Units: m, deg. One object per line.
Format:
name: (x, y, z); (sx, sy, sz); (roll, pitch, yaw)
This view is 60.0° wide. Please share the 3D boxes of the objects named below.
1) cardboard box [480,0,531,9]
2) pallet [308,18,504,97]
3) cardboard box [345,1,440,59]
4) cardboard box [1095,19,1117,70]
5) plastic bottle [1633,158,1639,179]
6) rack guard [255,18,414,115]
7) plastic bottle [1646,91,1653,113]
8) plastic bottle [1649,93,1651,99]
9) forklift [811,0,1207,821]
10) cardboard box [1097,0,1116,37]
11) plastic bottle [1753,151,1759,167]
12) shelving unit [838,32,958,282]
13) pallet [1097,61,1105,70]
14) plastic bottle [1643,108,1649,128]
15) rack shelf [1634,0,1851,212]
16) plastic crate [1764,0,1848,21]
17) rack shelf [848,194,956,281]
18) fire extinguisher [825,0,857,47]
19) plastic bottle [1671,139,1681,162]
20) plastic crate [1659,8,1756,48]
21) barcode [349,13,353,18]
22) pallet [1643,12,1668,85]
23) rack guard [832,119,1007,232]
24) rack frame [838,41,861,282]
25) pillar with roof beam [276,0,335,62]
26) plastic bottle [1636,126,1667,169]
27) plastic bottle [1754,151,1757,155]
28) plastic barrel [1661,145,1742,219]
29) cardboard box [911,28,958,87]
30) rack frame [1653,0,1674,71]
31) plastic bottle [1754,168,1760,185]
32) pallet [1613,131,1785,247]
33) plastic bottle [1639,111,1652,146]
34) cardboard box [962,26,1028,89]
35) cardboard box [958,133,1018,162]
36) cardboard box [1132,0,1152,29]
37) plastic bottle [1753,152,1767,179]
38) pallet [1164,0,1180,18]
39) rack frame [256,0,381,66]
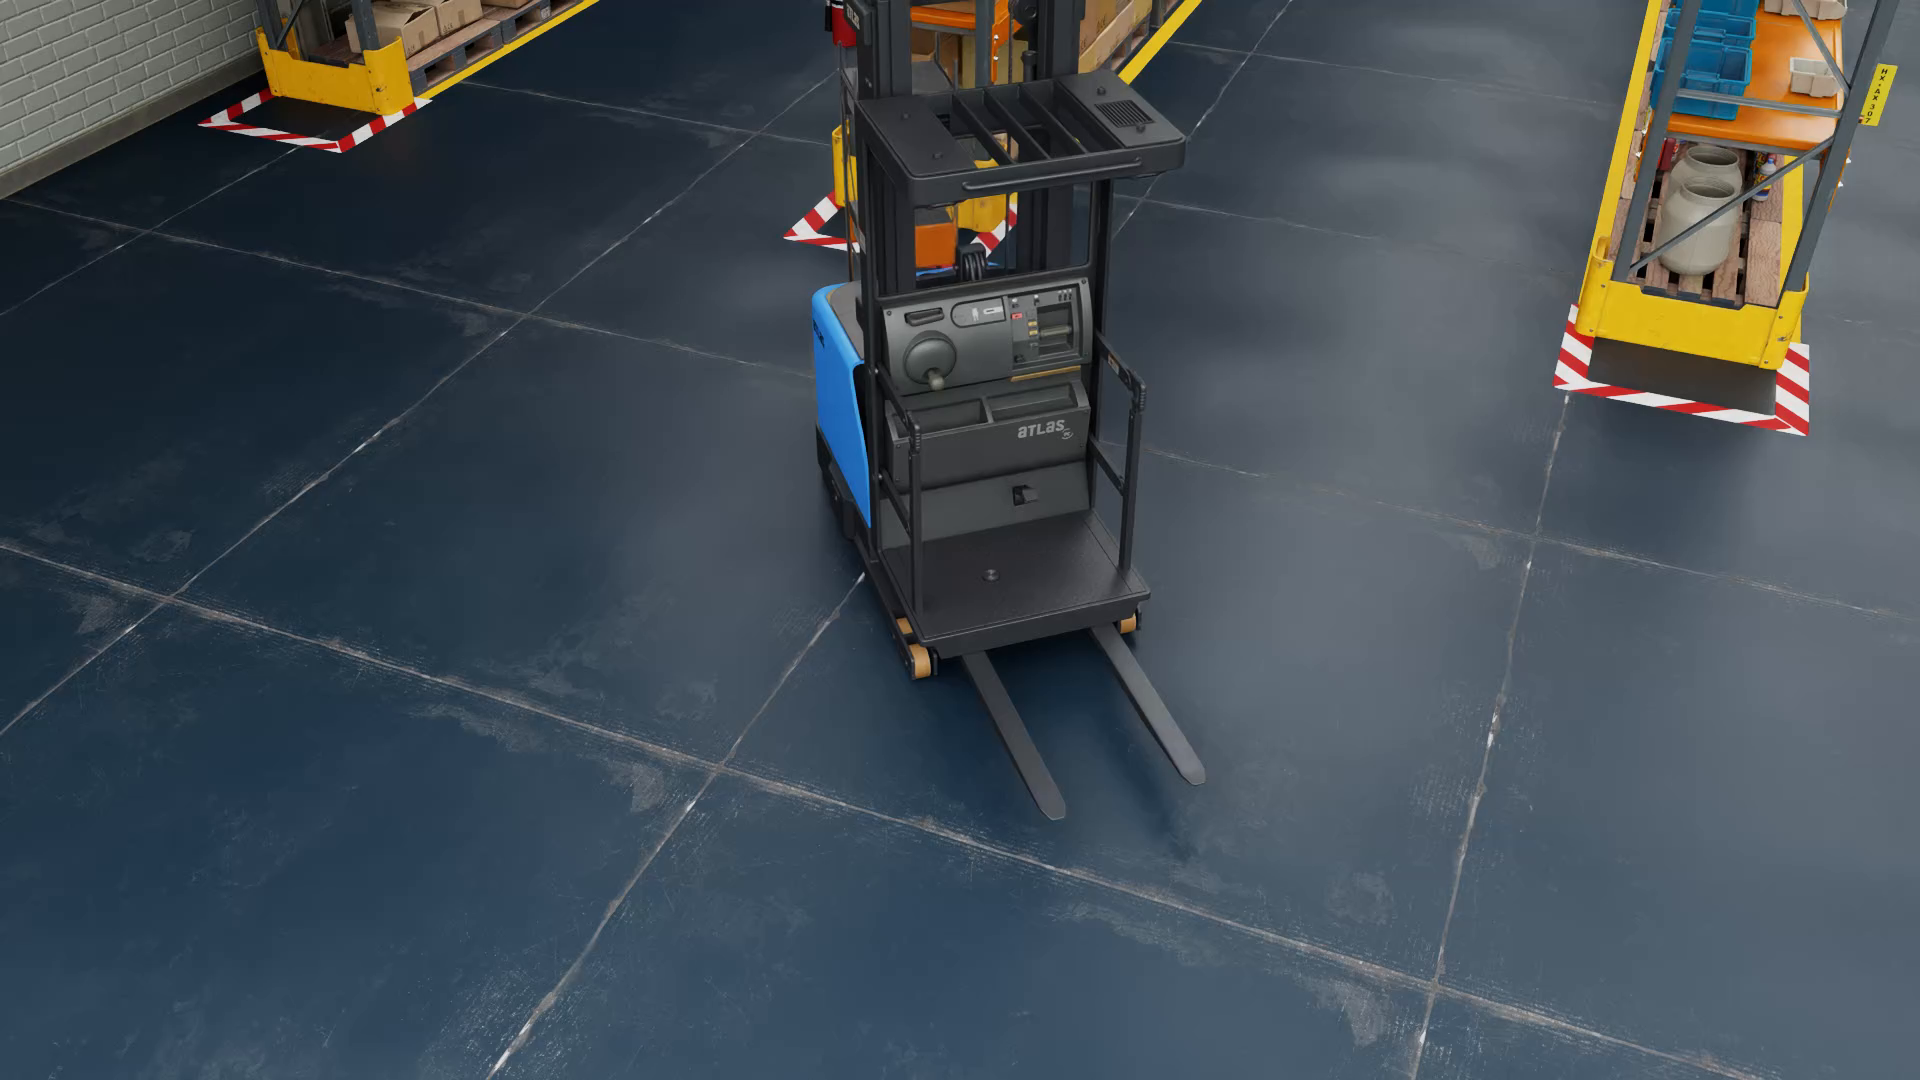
cardboard box: (-3.958, -4.862, 14.071); (0.700, 0.500, 0.500); (11, 38, 15)
pallet: (-4.476, -3.980, 13.501); (1.003, 0.211, 1.213); (14, 39, 18)
cardboard box: (-4.501, -4.075, 13.177); (0.500, 0.311, 0.500); (10, 38, 13)
cardboard box: (0.907, -3.907, 13.020); (0.500, 0.250, 0.500); (14, 39, 18)
plastic bottle: (4.608, -2.529, 11.199); (0.097, 0.201, 0.097); (0, 37, 0)
rack guard: (-4.818, -3.654, 12.823); (1.175, 0.500, 0.348); (14, 39, 18)
plastic bottle: (5.074, -3.230, 12.012); (0.144, 0.351, 0.185); (12, 38, 16)
plastic bottle: (5.212, -3.395, 12.296); (0.152, 0.276, 0.135); (15, 39, 19)
forklift: (0.196, -0.821, 7.001); (1.130, 2.935, 3.031); (-11, 38, -15)
cardboard box: (0.895, -4.211, 12.799); (0.500, 0.500, 0.500); (14, 39, 18)
plastic bottle: (5.499, -2.645, 11.355); (0.097, 0.201, 0.097); (0, 37, 0)
shelving unit: (-0.303, -1.509, 8.617); (0.503, 2.100, 0.431); (-9, 38, -11)
pallet: (0.453, -3.476, 12.826); (1.003, 0.211, 1.213); (14, 39, 18)
plastic bottle: (4.945, -3.018, 11.854); (0.097, 0.201, 0.097); (0, 37, 0)
rack shelf: (5.076, -3.176, 10.696); (1.077, 0.370, 4.000); (14, 39, 18)
plastic crate: (5.453, -3.509, 10.761); (0.530, 0.136, 0.437); (14, 39, 18)
rack shelf: (-0.303, -1.498, 8.625); (0.480, 0.518, 0.431); (-9, 38, -11)
fire extinguisher: (-0.739, -3.497, 10.589); (0.296, 0.674, 0.183); (14, 39, 18)
plastic bottle: (4.905, -2.721, 11.456); (0.097, 0.201, 0.097); (0, 37, 0)
plastic crate: (4.481, -3.001, 9.985); (0.499, 0.251, 0.408); (14, 39, 18)
barcode: (-4.864, -4.180, 13.309); (0.001, 0.075, 0.075); (14, 39, 18)
pallet: (6.100, -3.898, 13.390); (1.003, 0.211, 1.213); (14, 39, 18)
rack guard: (-0.274, -2.473, 11.242); (1.175, 0.500, 0.348); (14, 39, 18)
rack frame: (-0.540, -1.473, 8.568); (0.015, 2.100, 0.400); (-9, 38, -11)
pillar with roof beam: (-1.399, -6.620, 9.693); (9.100, 9.000, 0.400); (14, 39, 18)
plastic bottle: (4.729, -2.692, 11.355); (0.152, 0.276, 0.135); (14, 39, 18)
plastic bottle: (5.577, -2.759, 11.507); (0.097, 0.201, 0.097); (0, 37, 0)
plastic barrel: (4.685, -2.188, 10.500); (0.421, 0.512, 0.421); (0, 37, 0)
cardboard box: (-0.336, -3.219, 11.472); (0.500, 0.500, 0.500); (14, 39, 18)
rack frame: (5.837, -4.571, 11.962); (1.000, 3.000, 0.127); (14, 39, 18)
plastic bottle: (5.332, -2.402, 11.030); (0.097, 0.201, 0.097); (0, 37, 0)
pallet: (5.080, -2.414, 11.405); (1.003, 0.211, 1.213); (14, 39, 18)
plastic bottle: (4.842, -2.891, 11.559); (0.144, 0.351, 0.185); (15, 39, 20)
cardboard box: (0.334, -3.378, 11.685); (0.500, 0.500, 0.500); (14, 39, 18)
cardboard box: (0.145, -2.800, 11.538); (0.500, 0.250, 0.500); (14, 39, 18)
cardboard box: (1.283, -4.462, 13.762); (0.500, 0.250, 0.500); (14, 39, 18)
plastic bottle: (5.423, -2.563, 11.186); (0.097, 0.271, 0.097); (0, 37, 0)
pallet: (1.502, -5.002, 14.867); (1.003, 0.211, 1.213); (14, 39, 18)
rack frame: (-4.847, -4.614, 12.018); (1.000, 3.000, 0.127); (14, 39, 18)
